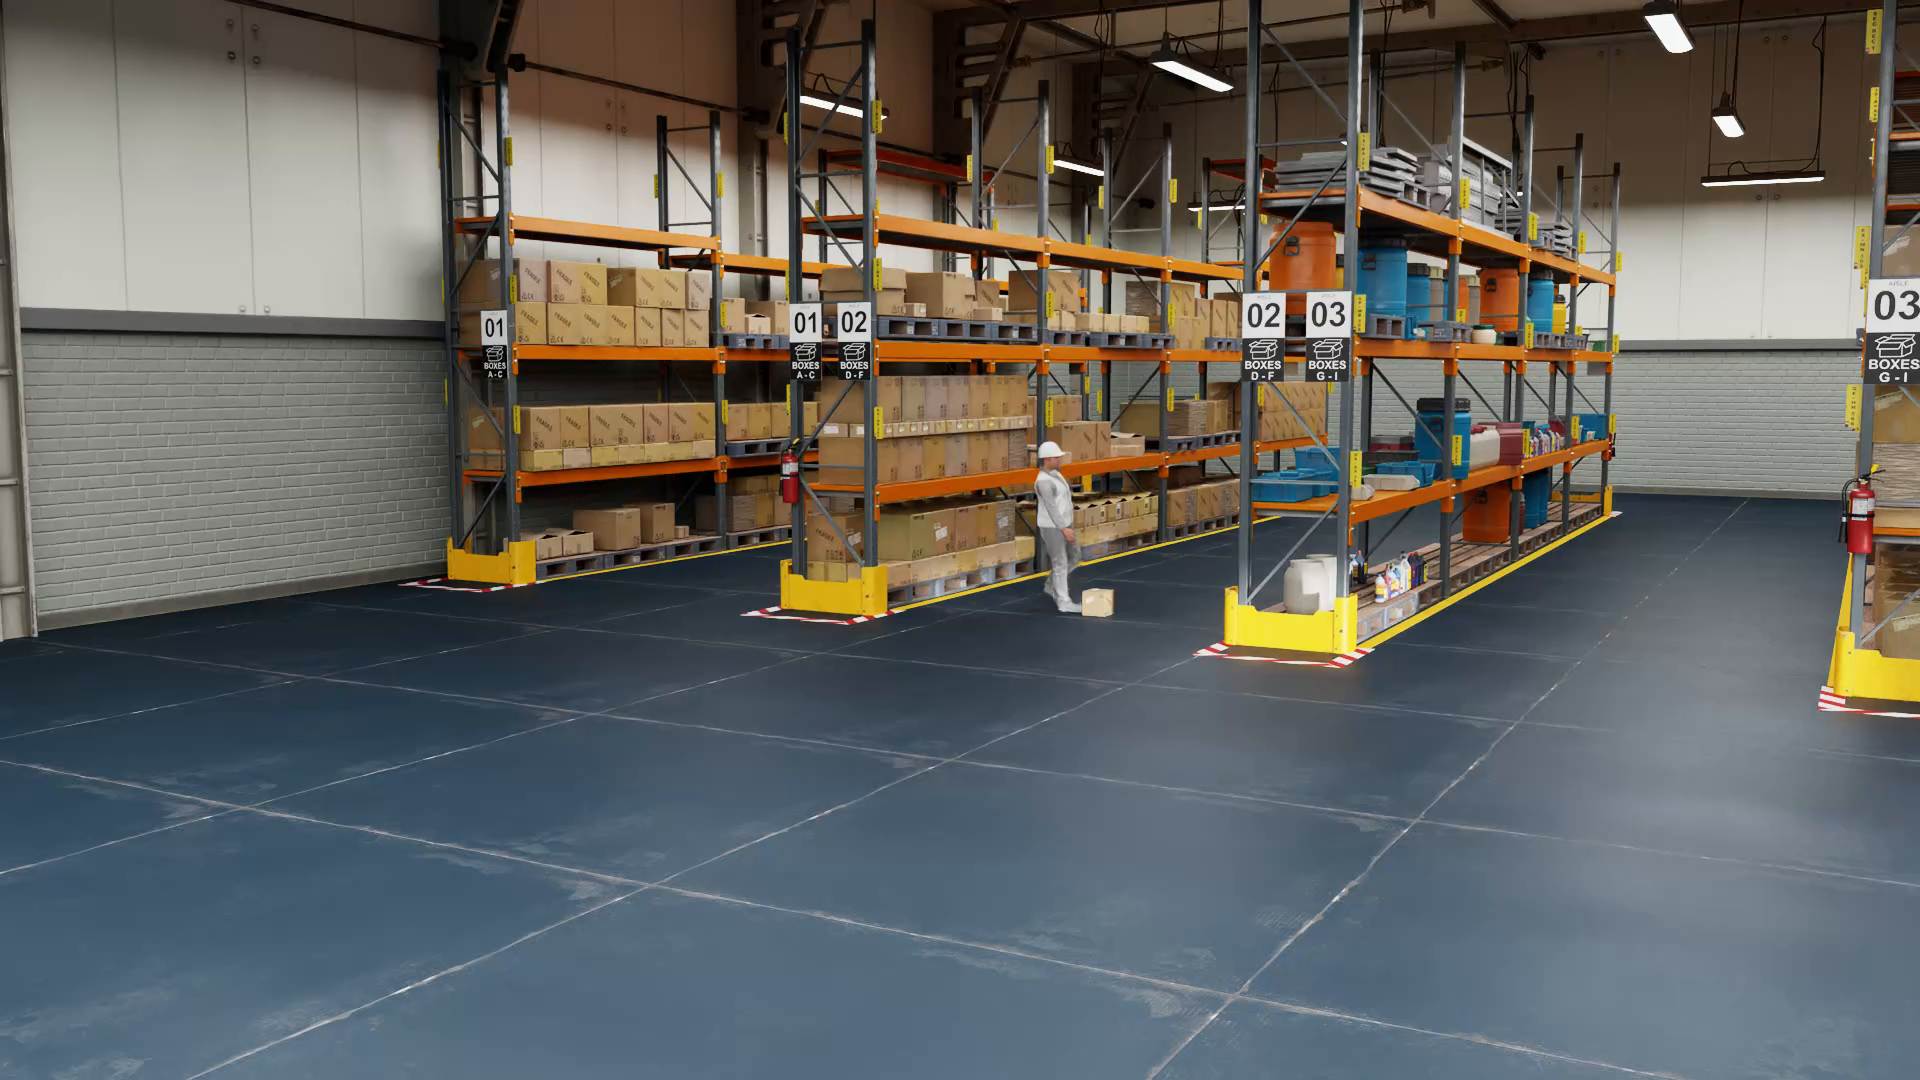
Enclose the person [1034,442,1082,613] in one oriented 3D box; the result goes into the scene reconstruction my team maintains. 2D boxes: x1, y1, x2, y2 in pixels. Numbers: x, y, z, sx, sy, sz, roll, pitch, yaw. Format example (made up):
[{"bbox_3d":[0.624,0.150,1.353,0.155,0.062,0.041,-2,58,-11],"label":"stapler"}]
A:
[{"bbox_3d":[1.058,-0.138,17.270,0.541,1.773,0.648,2,6,21],"label":"person"}]
